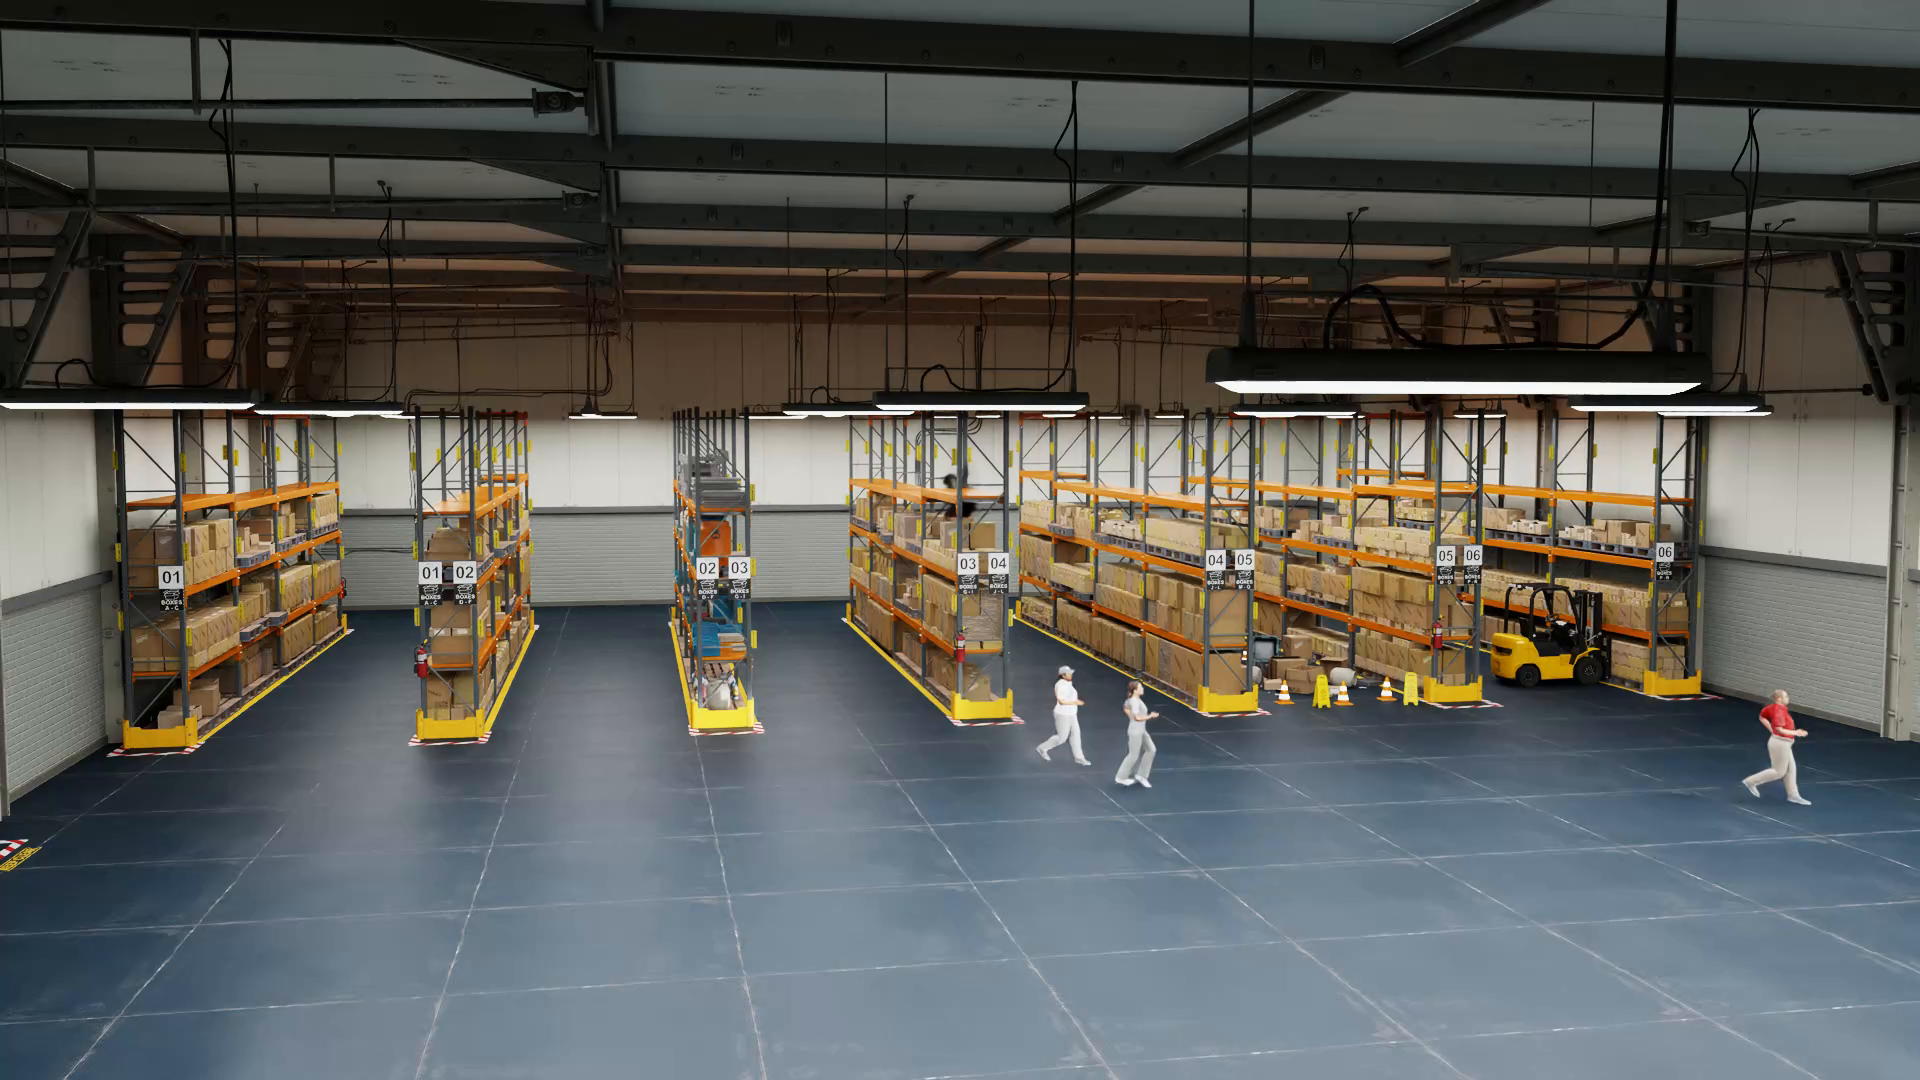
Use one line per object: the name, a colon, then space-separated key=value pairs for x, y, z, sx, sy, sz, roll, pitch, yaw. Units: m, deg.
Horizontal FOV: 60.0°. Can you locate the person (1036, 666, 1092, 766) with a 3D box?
person: x=1.733 y=2.920 z=27.637 sx=0.921 sy=1.667 sz=0.609 roll=1 pitch=4 yaw=15

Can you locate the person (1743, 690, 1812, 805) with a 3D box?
person: x=12.229 y=3.093 z=24.848 sx=0.954 sy=1.726 sz=0.664 roll=1 pitch=4 yaw=20

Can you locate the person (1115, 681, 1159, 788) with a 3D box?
person: x=2.776 y=3.041 z=25.997 sx=0.691 sy=1.705 sz=0.544 roll=1 pitch=4 yaw=12
